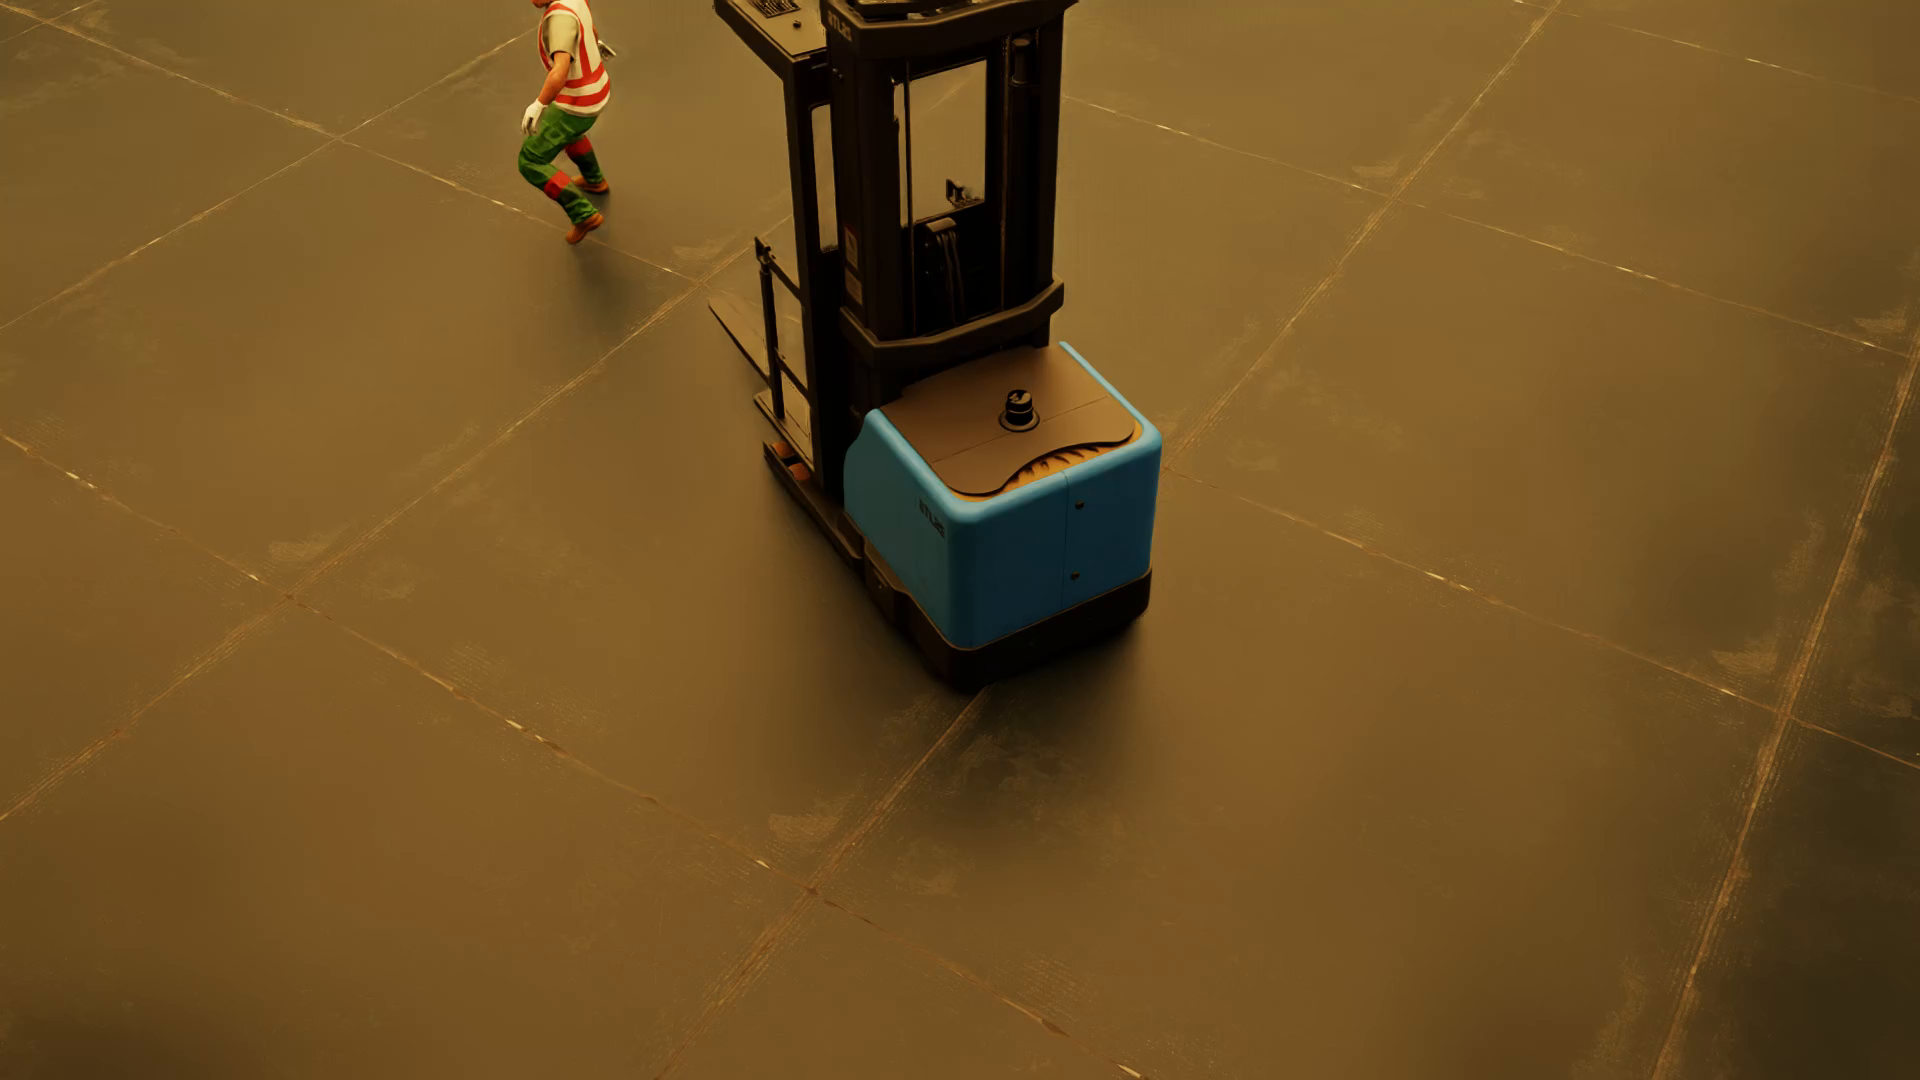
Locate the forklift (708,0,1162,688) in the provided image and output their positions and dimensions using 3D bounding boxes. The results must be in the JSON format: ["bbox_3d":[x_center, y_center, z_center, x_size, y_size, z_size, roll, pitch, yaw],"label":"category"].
[{"bbox_3d":[-0.319,-1.425,7.351,1.130,2.935,3.031,-22,48,-21],"label":"forklift"}]

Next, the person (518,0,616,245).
[{"bbox_3d":[-2.241,-2.589,9.561,0.505,1.649,1.169,5,44,5],"label":"person"}]
